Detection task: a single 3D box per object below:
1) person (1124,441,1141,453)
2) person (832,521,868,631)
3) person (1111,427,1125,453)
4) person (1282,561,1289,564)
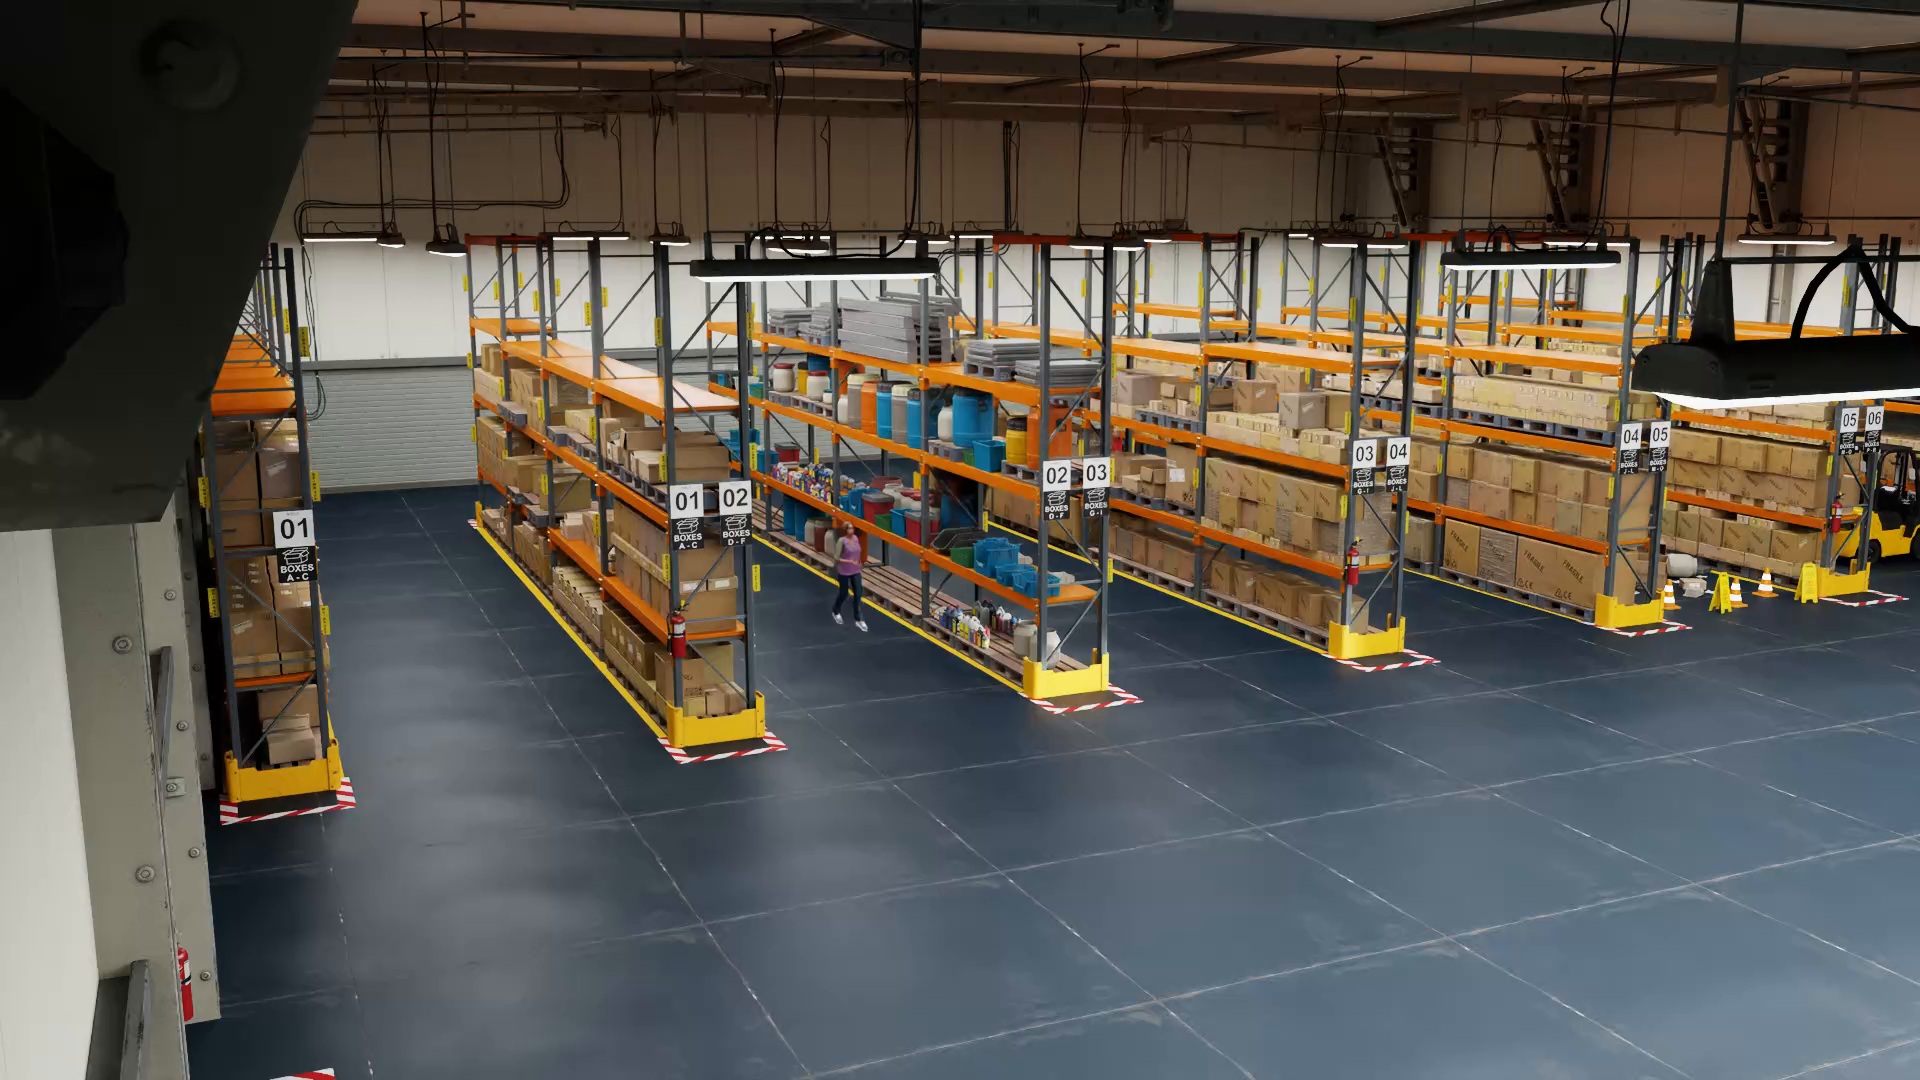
[{"bbox_3d":[4.346,-2.533,41.833,0.583,1.651,0.672,4,12,20],"label":"person"},{"bbox_3d":[-1.648,0.556,24.719,0.538,1.516,0.808,-9,14,-37],"label":"person"},{"bbox_3d":[3.454,-1.643,36.889,0.658,1.722,0.957,-6,13,-29],"label":"person"},{"bbox_3d":[6.188,-0.367,30.372,0.689,1.841,0.810,-6,13,-29],"label":"person"}]
